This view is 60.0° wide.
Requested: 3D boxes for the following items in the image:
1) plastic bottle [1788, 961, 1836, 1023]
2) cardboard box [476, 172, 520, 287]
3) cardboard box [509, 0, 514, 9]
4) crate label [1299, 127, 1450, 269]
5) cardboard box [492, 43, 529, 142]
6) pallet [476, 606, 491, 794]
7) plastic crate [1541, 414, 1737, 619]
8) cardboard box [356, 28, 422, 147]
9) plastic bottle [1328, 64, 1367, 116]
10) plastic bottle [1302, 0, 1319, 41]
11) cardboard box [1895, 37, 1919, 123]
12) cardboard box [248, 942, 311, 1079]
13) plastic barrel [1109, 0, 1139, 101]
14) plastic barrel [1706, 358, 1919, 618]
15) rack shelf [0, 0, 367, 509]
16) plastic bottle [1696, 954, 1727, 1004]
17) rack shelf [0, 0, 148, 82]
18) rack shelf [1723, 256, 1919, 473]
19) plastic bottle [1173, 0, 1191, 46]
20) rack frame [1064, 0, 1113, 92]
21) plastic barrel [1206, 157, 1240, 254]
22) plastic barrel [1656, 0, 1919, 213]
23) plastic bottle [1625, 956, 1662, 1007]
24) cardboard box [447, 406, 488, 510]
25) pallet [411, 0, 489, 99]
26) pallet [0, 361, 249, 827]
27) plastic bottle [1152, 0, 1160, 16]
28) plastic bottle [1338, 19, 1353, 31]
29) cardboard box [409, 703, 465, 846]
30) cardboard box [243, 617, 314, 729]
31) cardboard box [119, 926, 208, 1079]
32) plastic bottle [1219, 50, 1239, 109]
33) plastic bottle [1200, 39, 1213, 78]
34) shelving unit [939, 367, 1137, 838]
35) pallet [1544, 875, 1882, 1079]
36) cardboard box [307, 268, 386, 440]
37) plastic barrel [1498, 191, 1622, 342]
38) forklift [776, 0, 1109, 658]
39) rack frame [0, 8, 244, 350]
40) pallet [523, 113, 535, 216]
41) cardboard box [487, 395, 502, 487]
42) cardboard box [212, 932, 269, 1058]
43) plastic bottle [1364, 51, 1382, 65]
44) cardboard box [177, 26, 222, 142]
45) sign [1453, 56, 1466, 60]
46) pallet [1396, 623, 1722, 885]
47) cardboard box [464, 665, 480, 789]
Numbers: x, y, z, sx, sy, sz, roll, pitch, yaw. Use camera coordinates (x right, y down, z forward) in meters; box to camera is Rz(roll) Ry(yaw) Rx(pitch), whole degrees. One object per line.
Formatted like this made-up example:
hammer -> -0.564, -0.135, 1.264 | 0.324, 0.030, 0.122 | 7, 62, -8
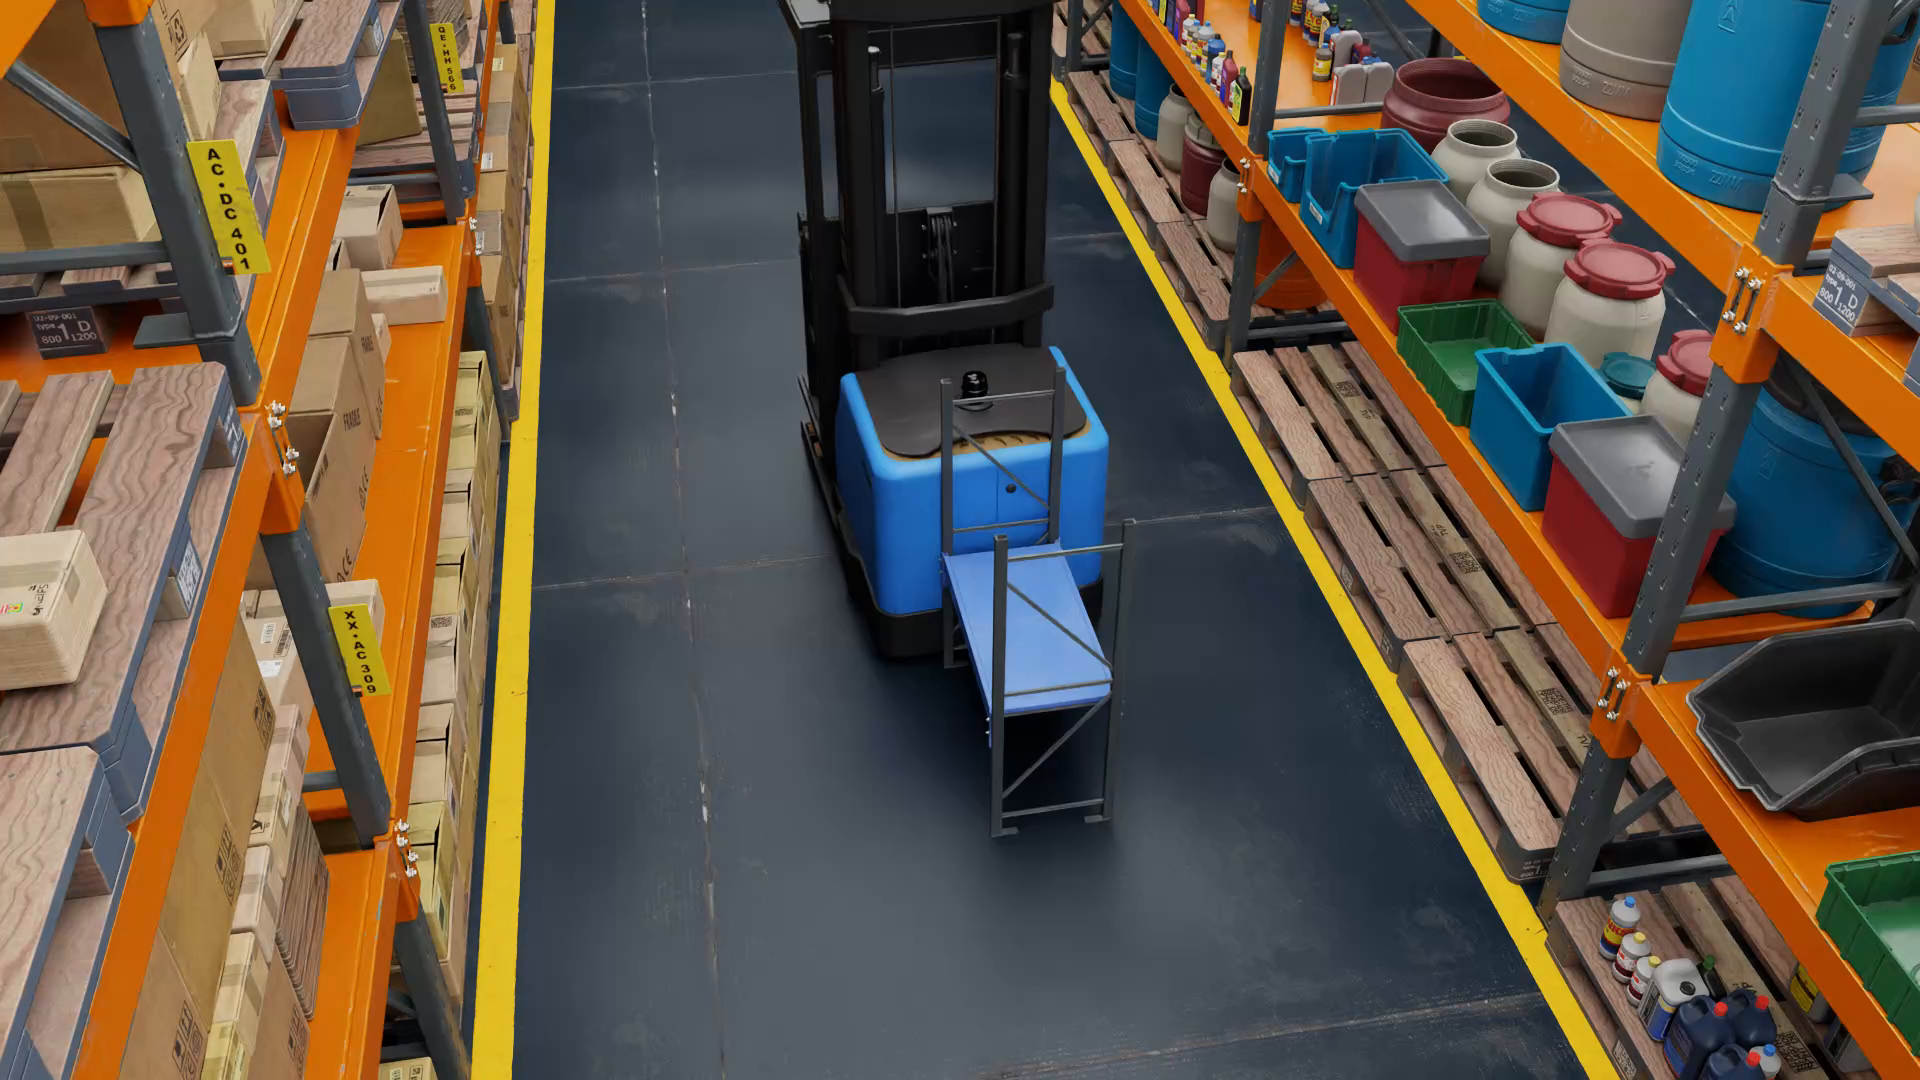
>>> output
plastic bottle -> 2.949, 1.454, 5.634 | 0.144, 0.351, 0.185 | -6, 38, -8
cardboard box -> -2.863, -1.789, 9.686 | 0.500, 0.500, 0.500 | -7, 38, -9
cardboard box -> -3.920, -4.416, 13.065 | 0.797, 0.503, 0.637 | -6, 38, -8
crate label -> 1.901, -1.593, 7.726 | 0.502, 0.435, 0.616 | -6, 38, -8
cardboard box -> -3.217, -3.013, 11.262 | 0.500, 0.500, 0.500 | -6, 38, -8
pallet -> -2.568, 0.661, 7.128 | 1.003, 0.211, 1.213 | -6, 38, -8
plastic crate -> 2.308, -0.077, 5.752 | 0.402, 0.464, 0.583 | -6, 38, -8
cardboard box -> -3.106, -2.251, 8.179 | 0.700, 0.500, 0.500 | -19, 42, -23
plastic bottle -> 2.085, -2.439, 8.945 | 0.152, 0.276, 0.135 | -6, 38, -8
plastic bottle -> 2.080, -3.084, 9.780 | 0.097, 0.271, 0.097 | 0, 38, 0
cardboard box -> 6.620, -3.026, 10.989 | 1.225, 0.875, 0.875 | -6, 38, -8
cardboard box -> -2.000, 1.284, 3.970 | 0.700, 0.500, 0.500 | -7, 38, -8
plastic barrel -> 1.370, -3.631, 11.746 | 0.600, 0.901, 0.708 | -6, 38, -8
plastic barrel -> 2.925, -0.256, 5.626 | 0.600, 0.901, 0.708 | -6, 38, -8
rack shelf -> -2.534, -1.370, 5.610 | 1.077, 0.370, 4.000 | -6, 38, -8
plastic bottle -> 2.507, 1.527, 5.595 | 0.061, 0.283, 0.133 | -6, 38, -8
rack shelf -> -1.833, 0.020, 1.702 | 1.077, 0.370, 4.000 | -6, 38, -8
rack shelf -> 3.045, 0.516, 3.183 | 1.077, 0.370, 4.000 | -6, 38, -8
plastic bottle -> 1.301, -3.051, 9.727 | 0.061, 0.283, 0.133 | -6, 38, -8
rack frame -> 1.291, -4.624, 11.657 | 1.000, 3.000, 0.127 | -6, 38, -8
plastic barrel -> 1.703, -2.016, 9.986 | 0.421, 0.512, 0.421 | 0, 38, 0
plastic barrel -> 2.391, -1.458, 4.728 | 0.600, 0.901, 0.708 | -6, 38, -8
plastic bottle -> 2.354, 1.502, 5.694 | 0.097, 0.201, 0.097 | 0, 38, 0
cardboard box -> -2.453, -0.376, 7.630 | 0.500, 0.311, 0.500 | -7, 38, -9
pallet -> -3.230, -2.776, 9.434 | 1.003, 0.211, 1.213 | -6, 38, -8
pallet -> -2.008, 0.101, 3.202 | 1.003, 0.211, 1.213 | -6, 38, -8
plastic bottle -> 1.259, -3.370, 10.083 | 0.144, 0.351, 0.185 | -6, 38, -8
plastic bottle -> 2.175, -2.823, 9.434 | 0.061, 0.283, 0.133 | -6, 38, -8
cardboard box -> -2.093, 0.858, 6.043 | 0.500, 0.311, 0.500 | -7, 38, -8
cardboard box -> -2.313, 0.505, 5.177 | 0.500, 0.250, 0.500 | -4, 38, -5
cardboard box -> -1.922, 1.062, 3.199 | 0.700, 0.500, 0.500 | -6, 38, -8
plastic bottle -> 1.461, -2.500, 9.018 | 0.061, 0.283, 0.133 | -6, 38, -8
plastic bottle -> 1.408, -2.715, 9.362 | 0.097, 0.201, 0.097 | 0, 38, 0
shelving unit -> 0.269, 0.249, 6.607 | 0.538, 1.500, 1.048 | -7, 38, -9
pallet -> 2.771, 1.719, 5.765 | 1.003, 0.211, 1.213 | -6, 38, -8
cardboard box -> -2.574, -0.705, 6.531 | 0.500, 0.500, 0.500 | -8, 39, -10
plastic barrel -> 2.538, -1.151, 7.076 | 0.433, 0.535, 0.433 | 0, 38, 0
forklift -> -0.209, -1.545, 7.749 | 1.130, 2.935, 3.031 | -9, 39, -11
rack frame -> -2.183, -1.630, 2.914 | 1.000, 3.000, 0.127 | -6, 38, -8
pallet -> -3.406, -2.505, 11.202 | 1.003, 0.211, 1.213 | -6, 38, -8
cardboard box -> -2.552, -0.466, 8.204 | 0.500, 0.250, 0.500 | -5, 38, -7
cardboard box -> -1.788, 1.050, 3.743 | 0.380, 0.149, 0.250 | -6, 38, -8
plastic bottle -> 2.242, -2.526, 9.062 | 0.097, 0.271, 0.097 | 0, 38, 0
cardboard box -> -2.381, -1.257, 4.658 | 0.500, 0.250, 0.500 | -10, 39, -12
sign -> 2.533, -2.336, 8.579 | 0.100, 0.325, 0.005 | -6, 38, -8
pallet -> 2.518, 0.839, 6.898 | 1.003, 0.211, 1.213 | -6, 38, -8
cardboard box -> -2.192, 0.767, 6.617 | 0.500, 0.250, 0.500 | -7, 38, -9
